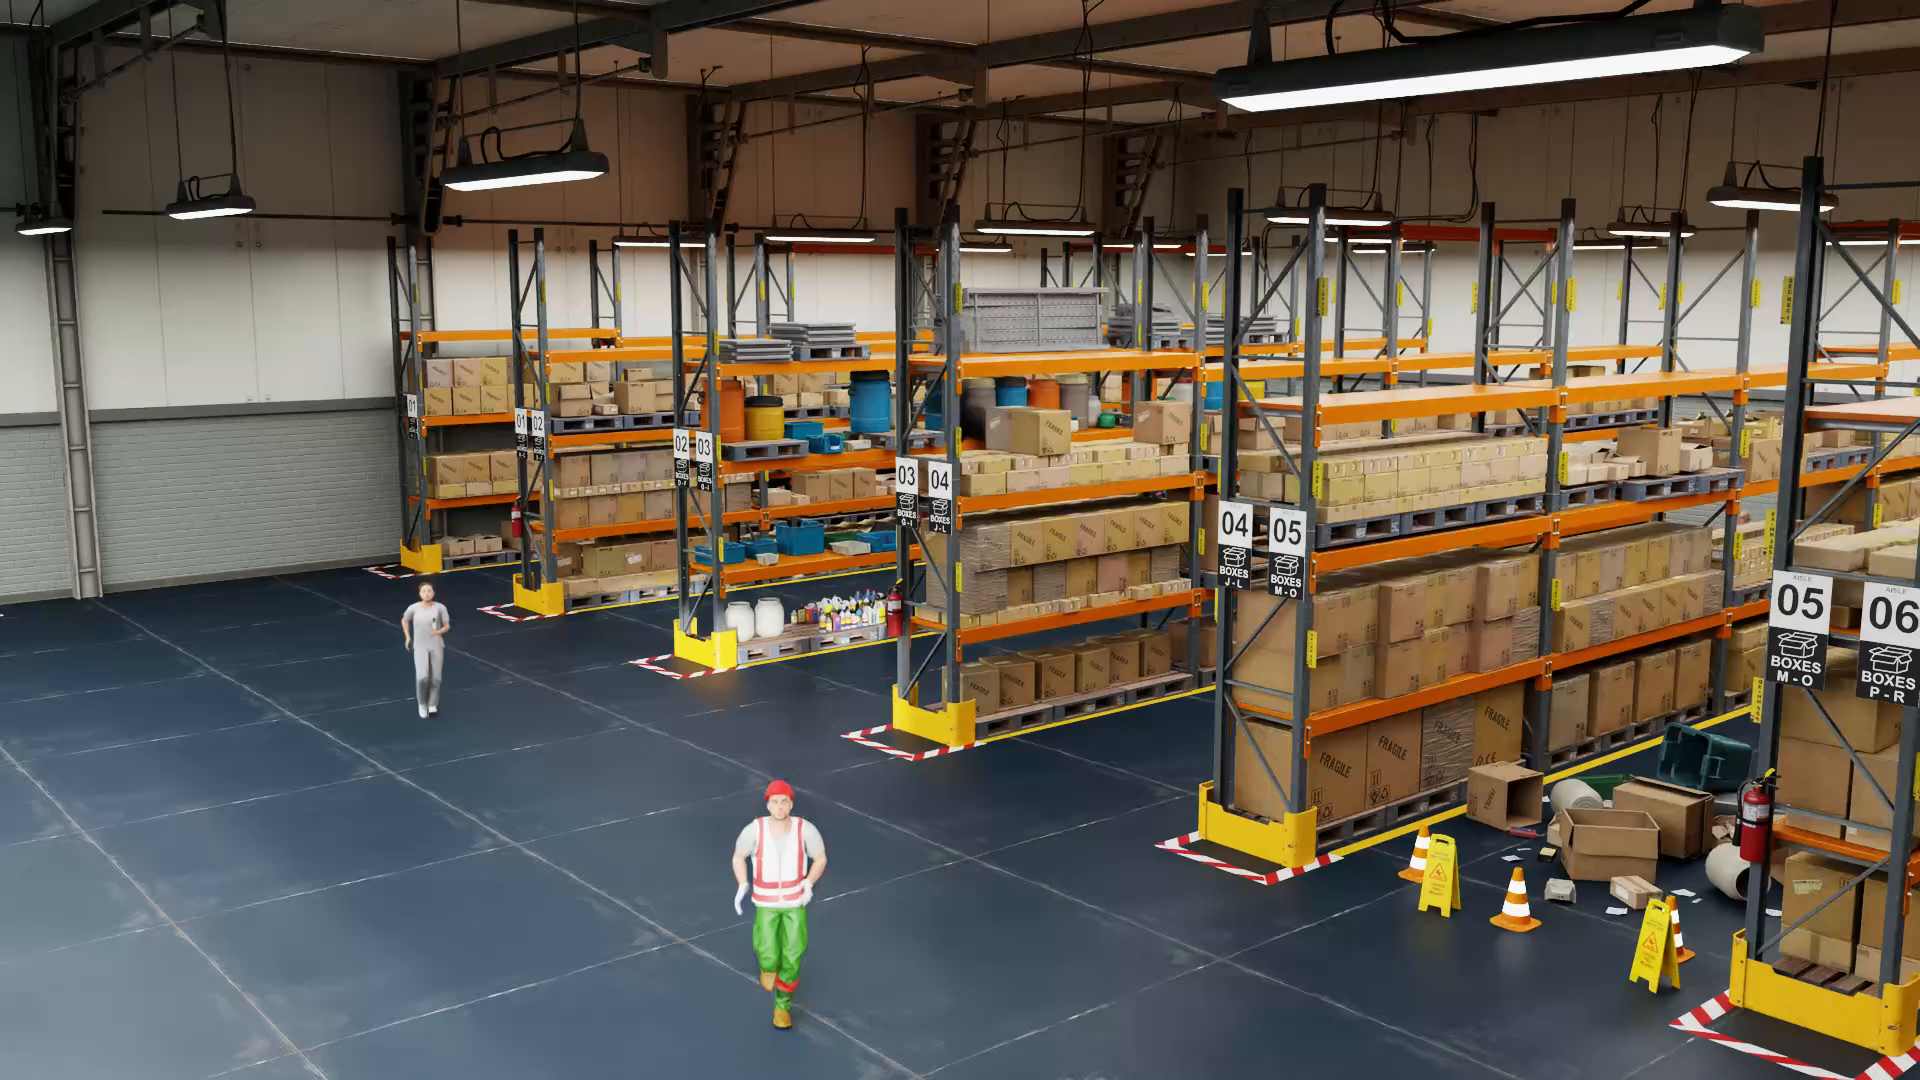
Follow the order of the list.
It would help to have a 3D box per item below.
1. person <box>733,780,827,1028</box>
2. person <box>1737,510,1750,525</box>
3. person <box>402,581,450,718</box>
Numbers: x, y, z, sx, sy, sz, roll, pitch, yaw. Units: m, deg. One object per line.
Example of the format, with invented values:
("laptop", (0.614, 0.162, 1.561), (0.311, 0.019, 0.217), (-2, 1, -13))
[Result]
("person", (-1.258, 2.533, 11.689), (0.658, 1.738, 0.601), (-1, 9, -8))
("person", (11.662, 0.468, 24.909), (0.861, 1.847, 0.676), (-8, 12, -42))
("person", (-6.338, 1.306, 19.802), (0.537, 1.640, 0.649), (-3, 9, -20))
